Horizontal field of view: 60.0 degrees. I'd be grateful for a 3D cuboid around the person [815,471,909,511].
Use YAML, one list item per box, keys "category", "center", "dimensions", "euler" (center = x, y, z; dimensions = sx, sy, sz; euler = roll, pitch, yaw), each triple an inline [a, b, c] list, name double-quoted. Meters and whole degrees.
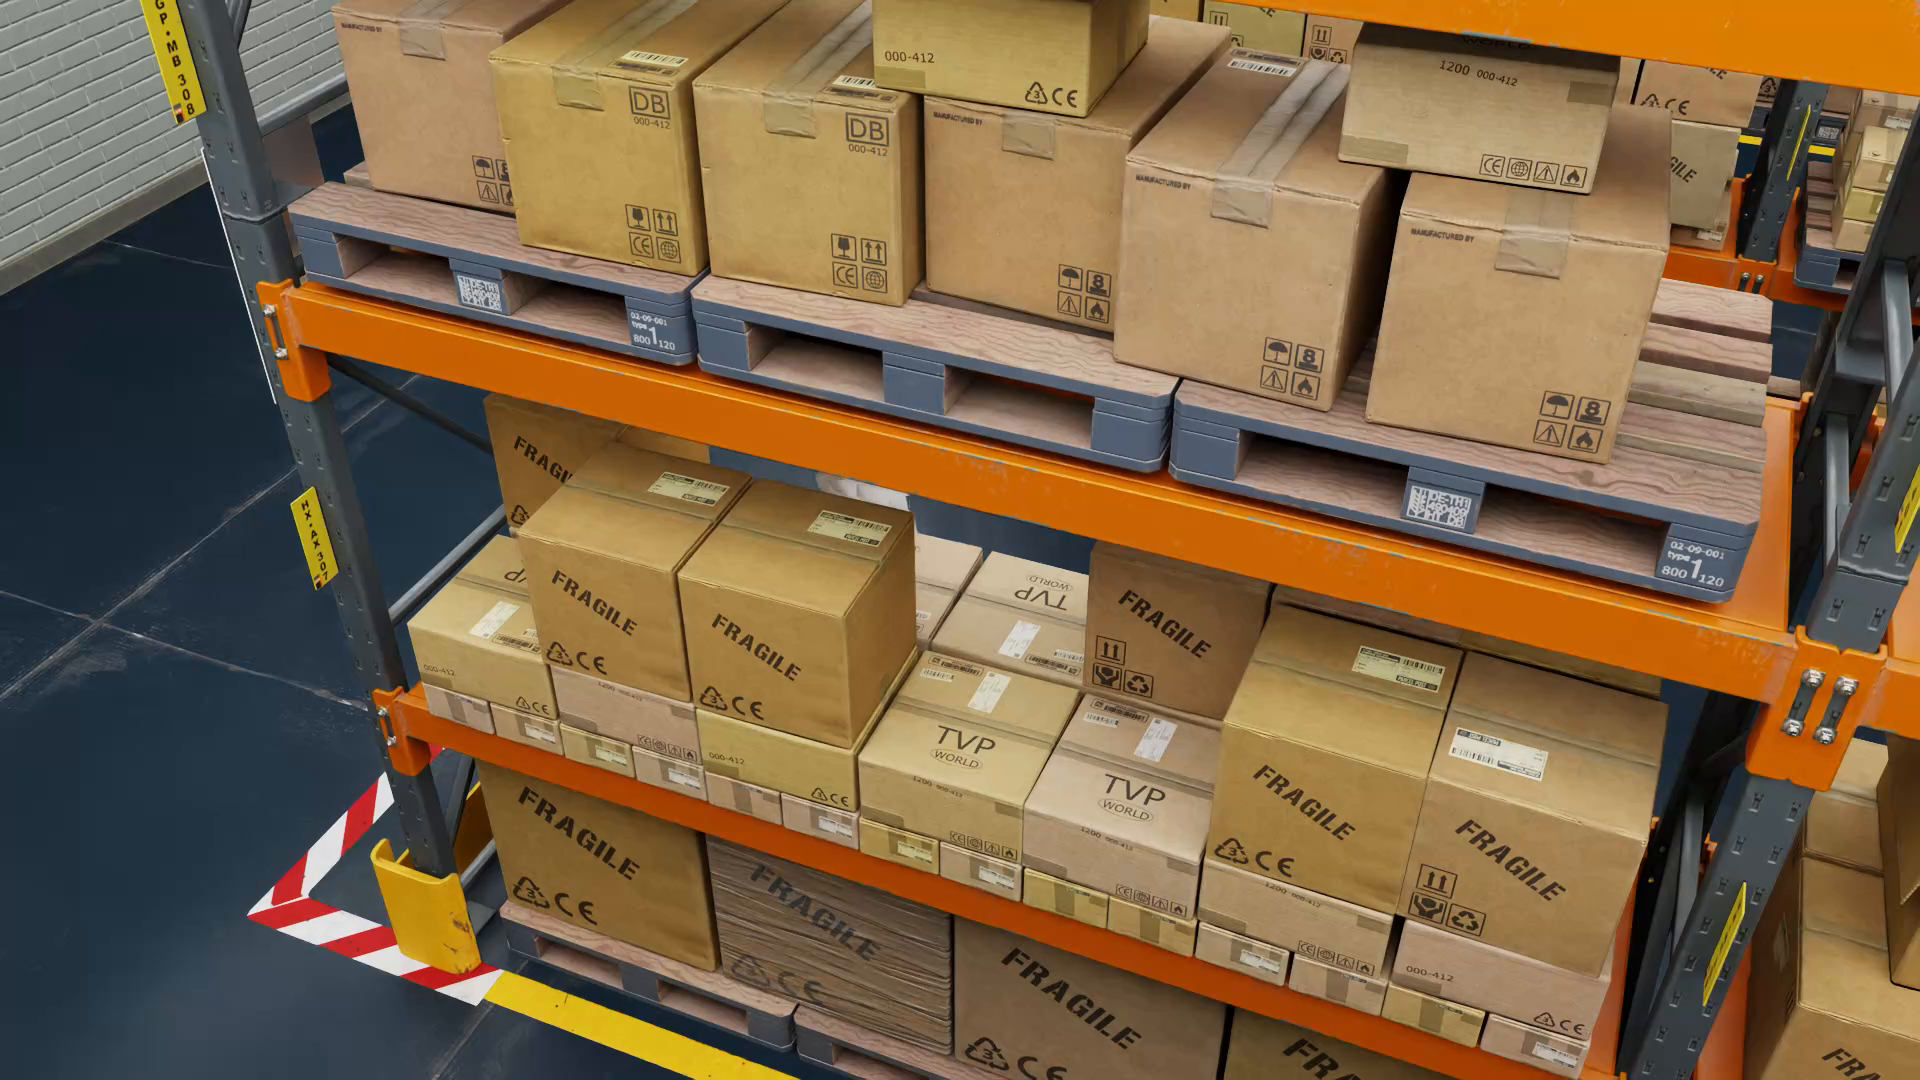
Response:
- category: "person"
  center: [-0.481, -0.194, 7.073]
  dimensions: [0.689, 1.767, 0.617]
  euler: [21, 42, 25]
